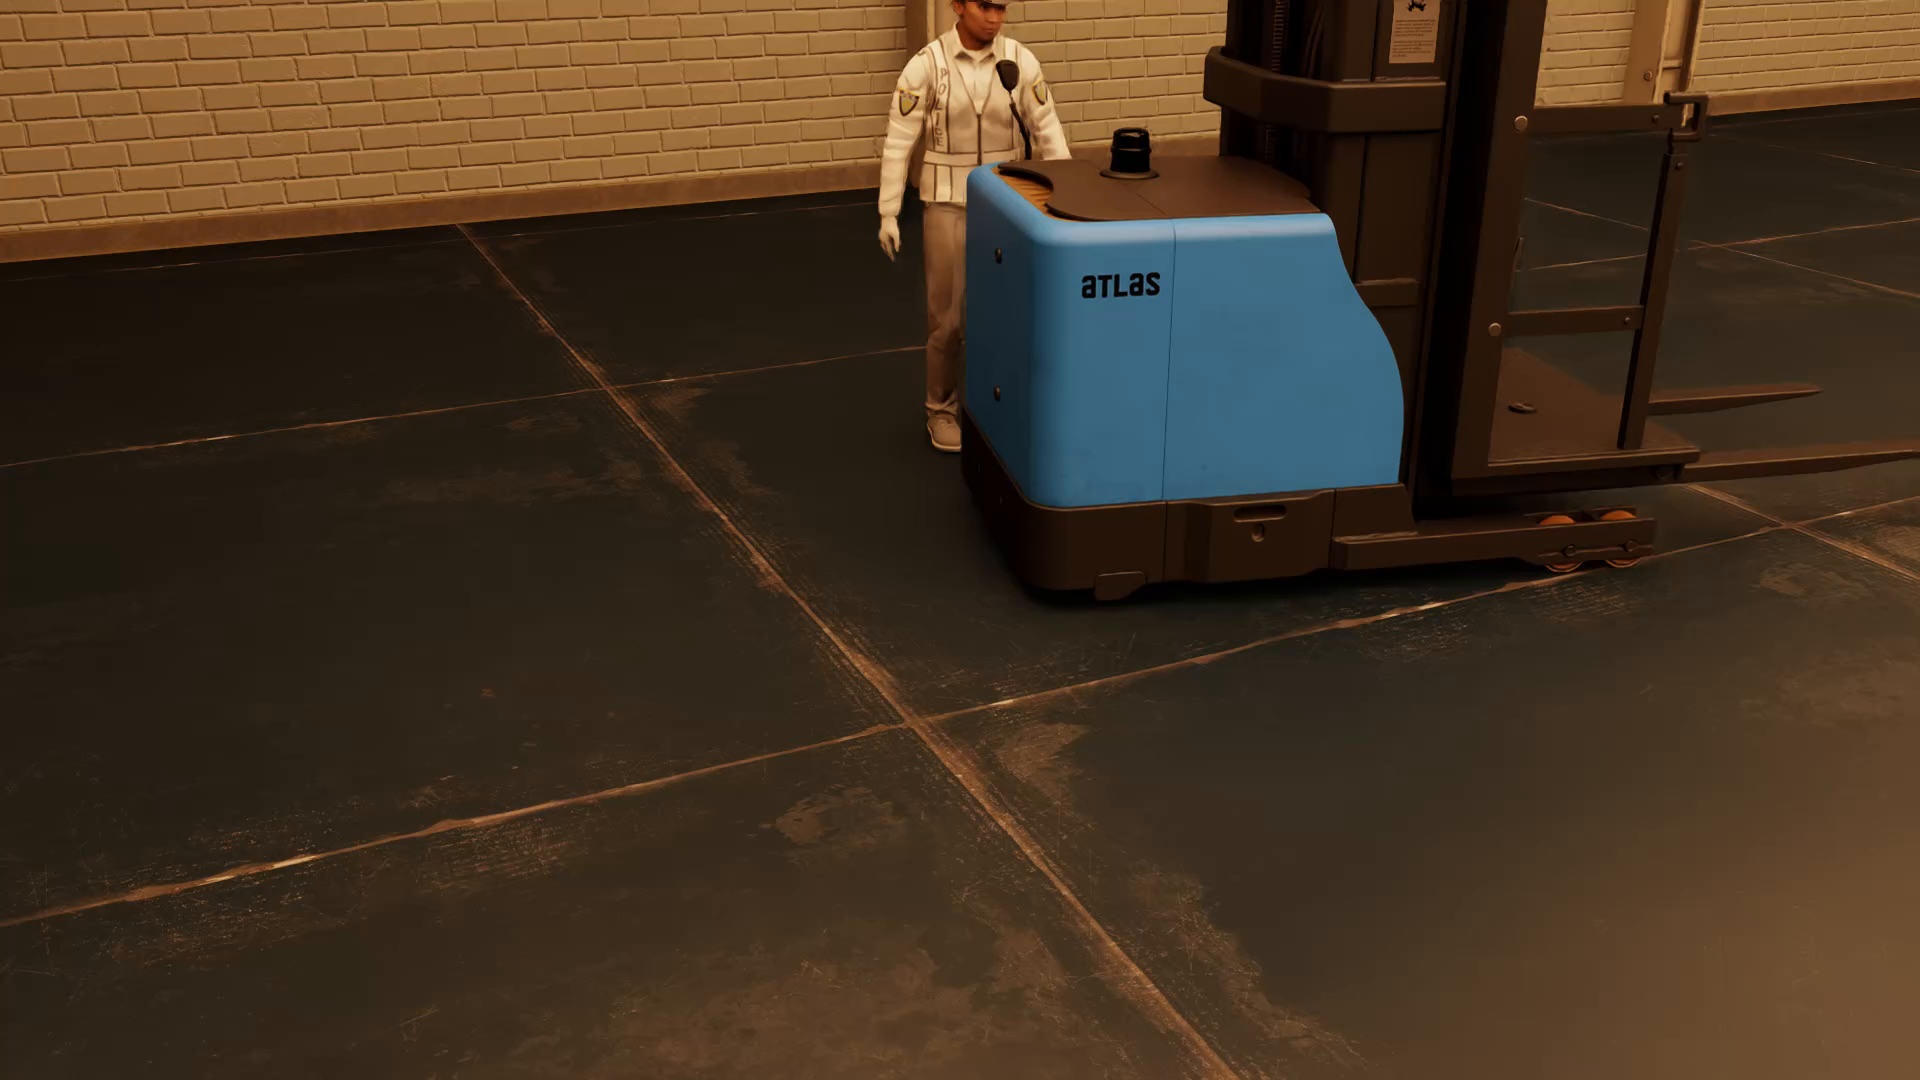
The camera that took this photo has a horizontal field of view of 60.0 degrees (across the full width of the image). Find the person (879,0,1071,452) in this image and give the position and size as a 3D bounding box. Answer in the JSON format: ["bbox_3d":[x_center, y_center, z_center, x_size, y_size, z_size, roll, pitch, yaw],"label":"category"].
[{"bbox_3d":[0.079,-1.121,5.668,0.715,1.645,0.341,-5,23,-12],"label":"person"}]

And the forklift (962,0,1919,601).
[{"bbox_3d":[1.576,-1.451,4.780,3.031,2.935,1.130,-4,23,-10],"label":"forklift"}]
